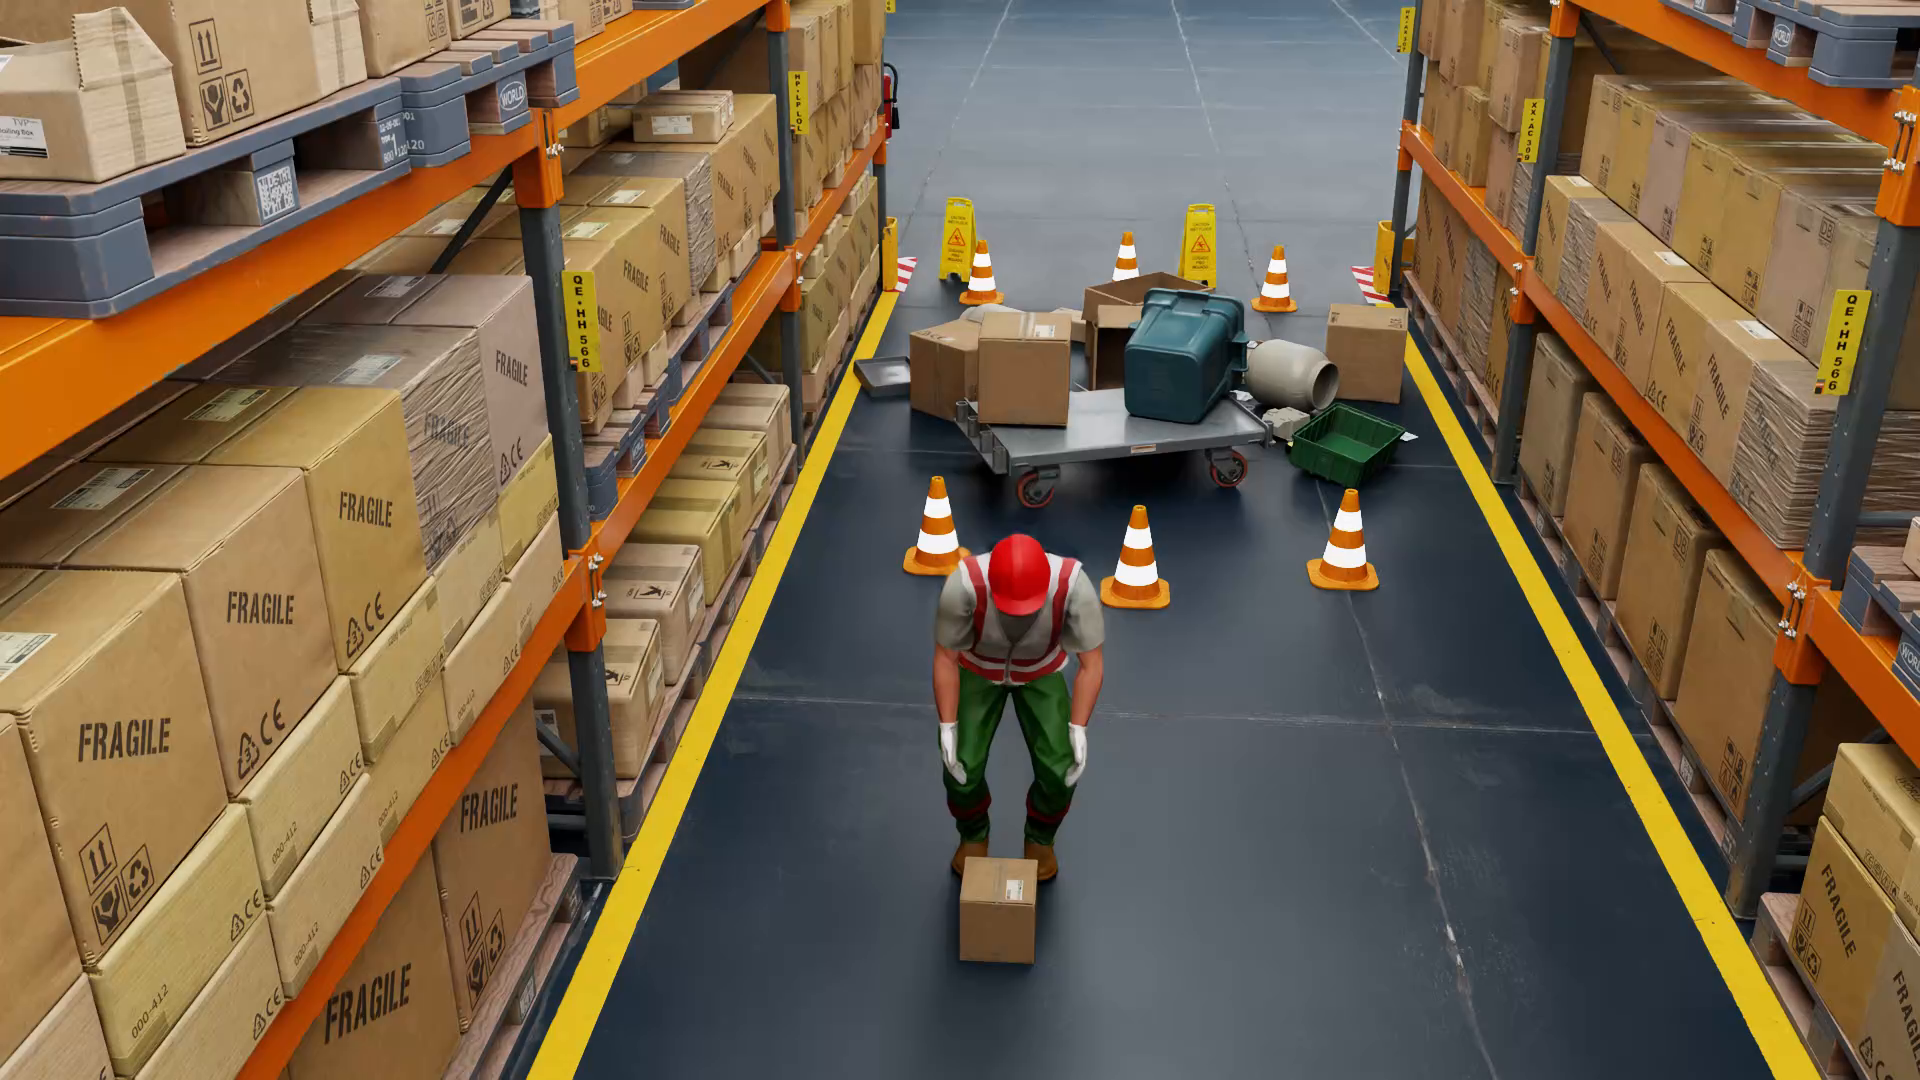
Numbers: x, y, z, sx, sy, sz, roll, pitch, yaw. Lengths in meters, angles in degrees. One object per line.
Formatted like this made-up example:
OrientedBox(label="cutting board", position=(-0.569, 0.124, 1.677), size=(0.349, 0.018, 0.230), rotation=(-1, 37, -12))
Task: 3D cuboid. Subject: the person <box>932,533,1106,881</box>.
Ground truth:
OrientedBox(label="person", position=(0.204, 0.549, 5.781), size=(0.583, 1.442, 0.750), rotation=(2, 24, 4))
